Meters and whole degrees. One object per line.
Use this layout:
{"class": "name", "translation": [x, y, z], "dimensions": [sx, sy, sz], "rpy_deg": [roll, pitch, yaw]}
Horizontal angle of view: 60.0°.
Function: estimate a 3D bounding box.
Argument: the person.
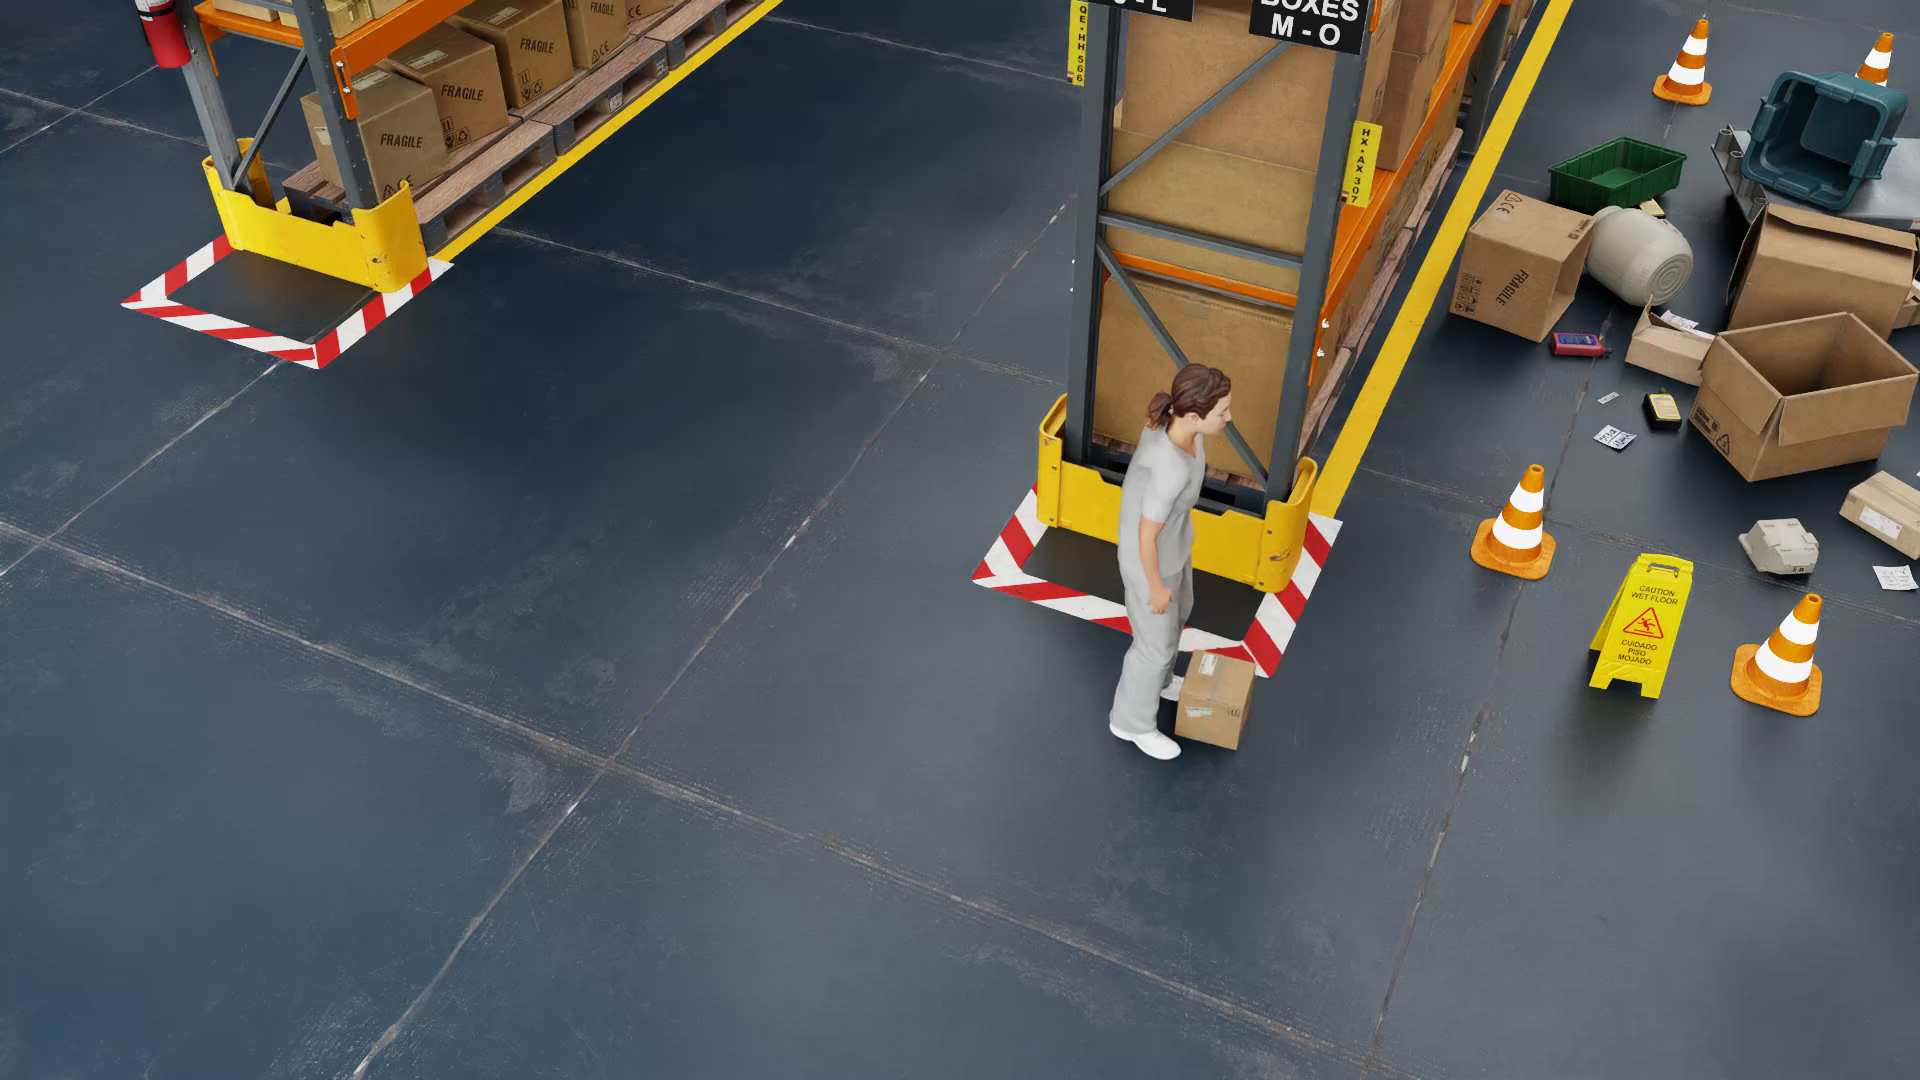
{"class": "person", "translation": [0.755, 0.057, 6.099], "dimensions": [0.362, 1.671, 0.501], "rpy_deg": [12, 44, 13]}
